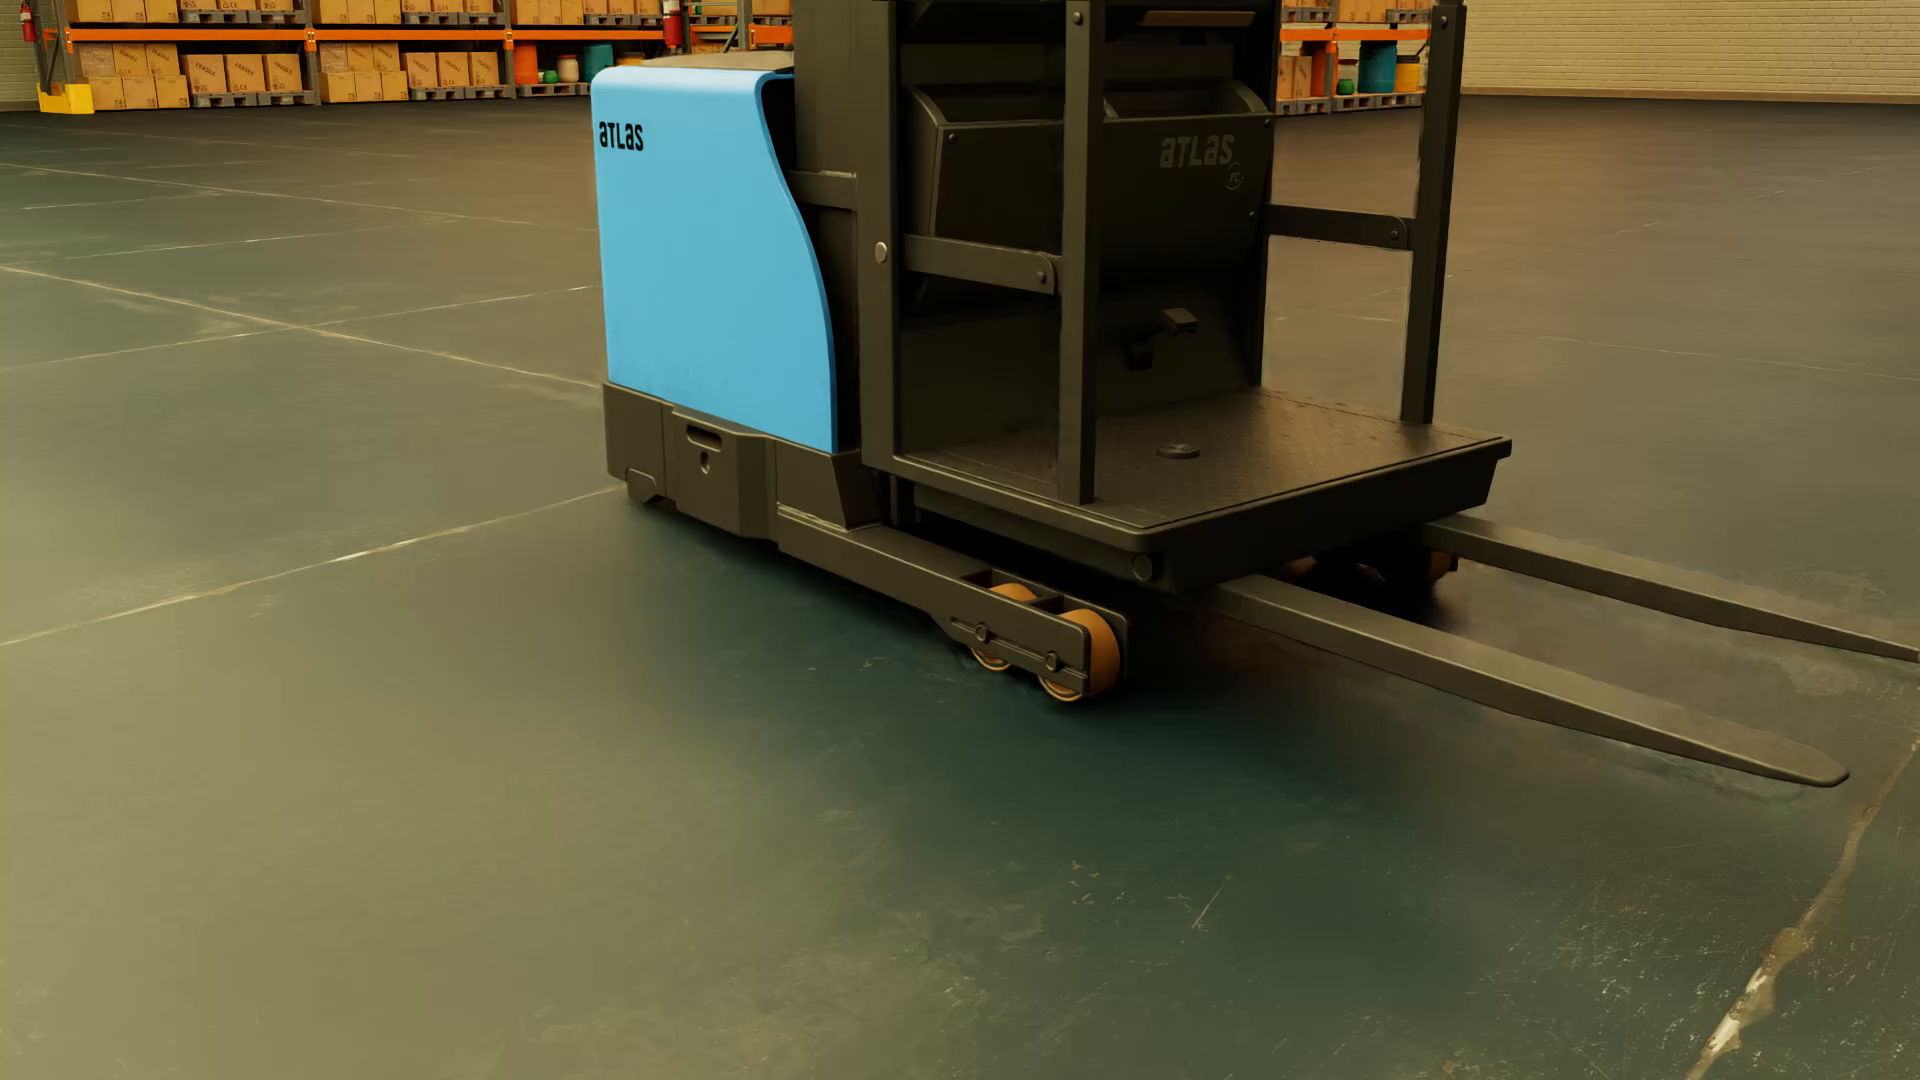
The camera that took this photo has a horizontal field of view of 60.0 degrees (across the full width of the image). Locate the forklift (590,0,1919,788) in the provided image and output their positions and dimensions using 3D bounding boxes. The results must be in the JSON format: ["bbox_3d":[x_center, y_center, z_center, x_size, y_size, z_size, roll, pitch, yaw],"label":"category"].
[{"bbox_3d":[0.416,-1.276,3.098,1.130,2.935,3.031,-13,21,-37],"label":"forklift"}]
